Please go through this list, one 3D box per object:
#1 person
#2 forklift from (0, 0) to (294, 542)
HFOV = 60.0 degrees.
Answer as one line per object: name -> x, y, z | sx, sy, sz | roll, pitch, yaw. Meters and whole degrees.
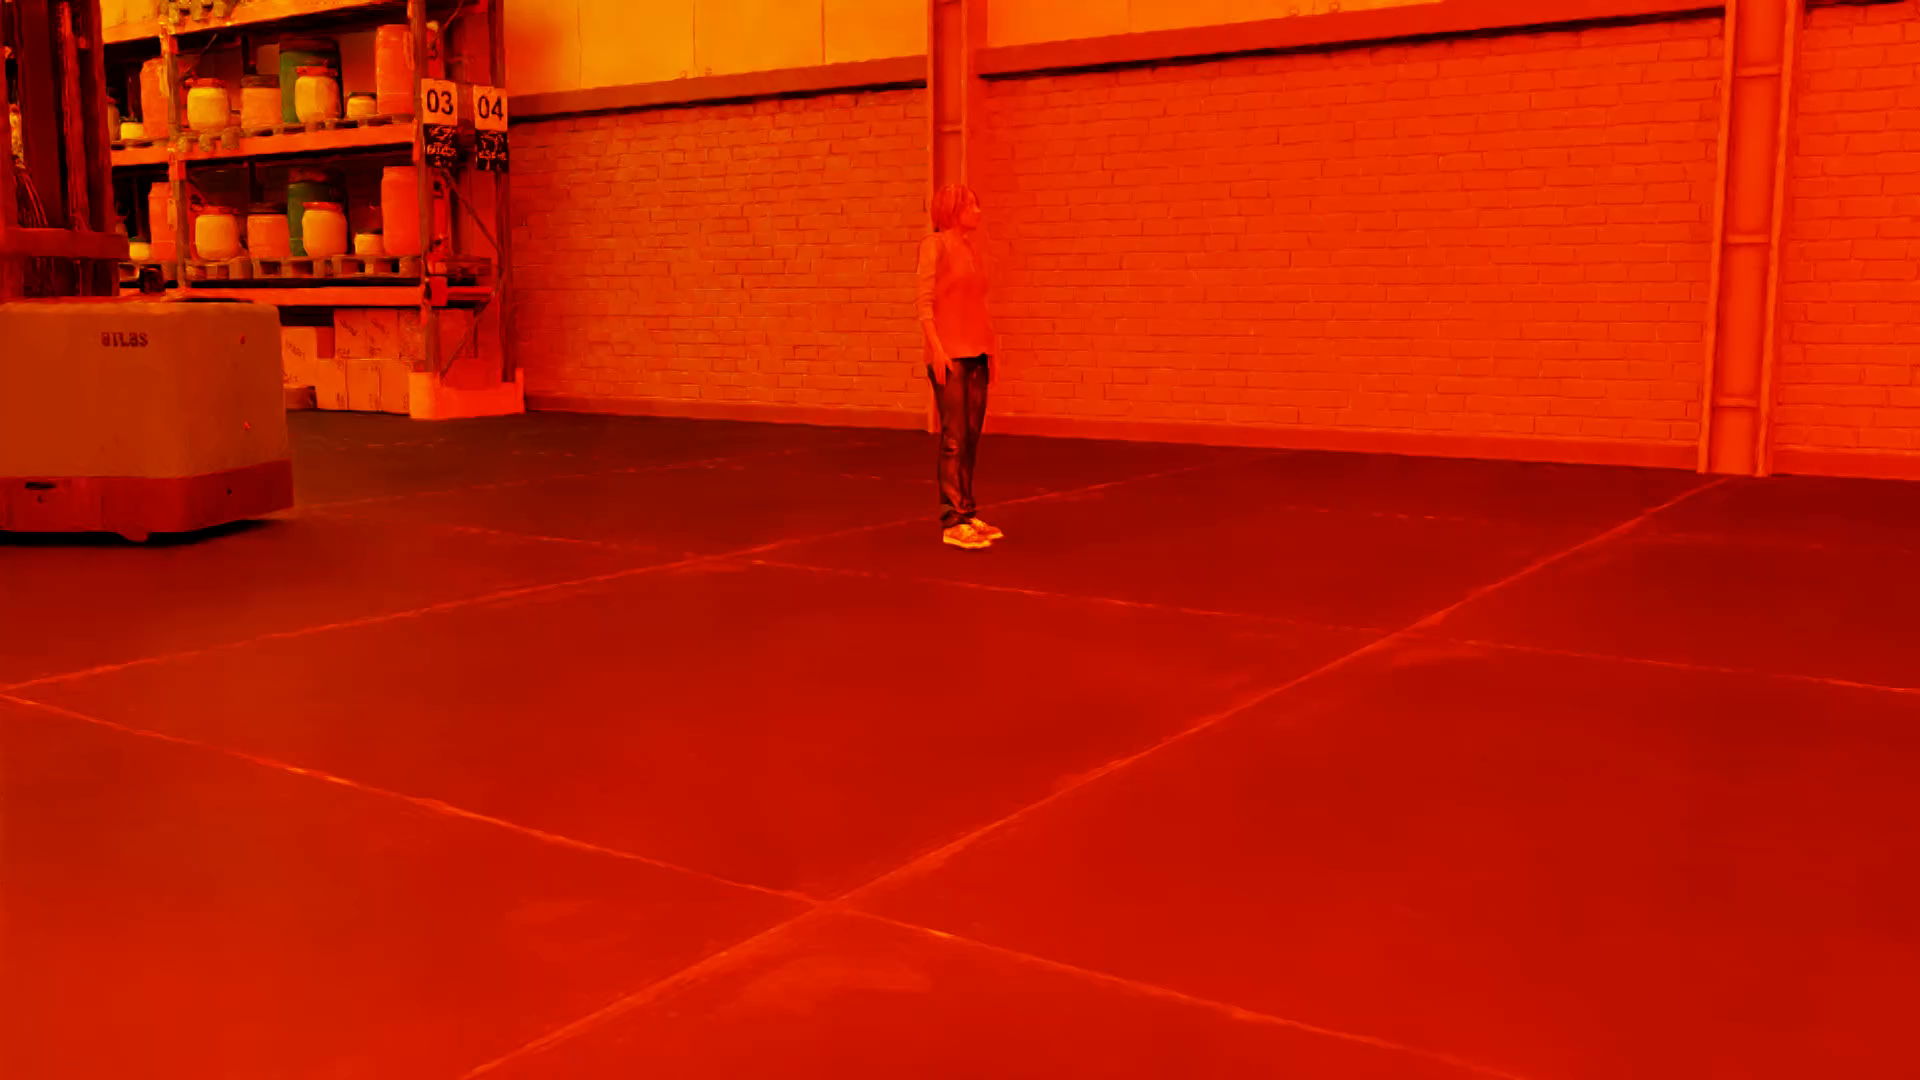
person -> 0.054, -0.790, 7.438 | 0.474, 1.597, 0.520 | 5, 10, 34
forklift -> -4.860, -1.505, 7.778 | 3.031, 2.935, 1.130 | 1, 8, 5
